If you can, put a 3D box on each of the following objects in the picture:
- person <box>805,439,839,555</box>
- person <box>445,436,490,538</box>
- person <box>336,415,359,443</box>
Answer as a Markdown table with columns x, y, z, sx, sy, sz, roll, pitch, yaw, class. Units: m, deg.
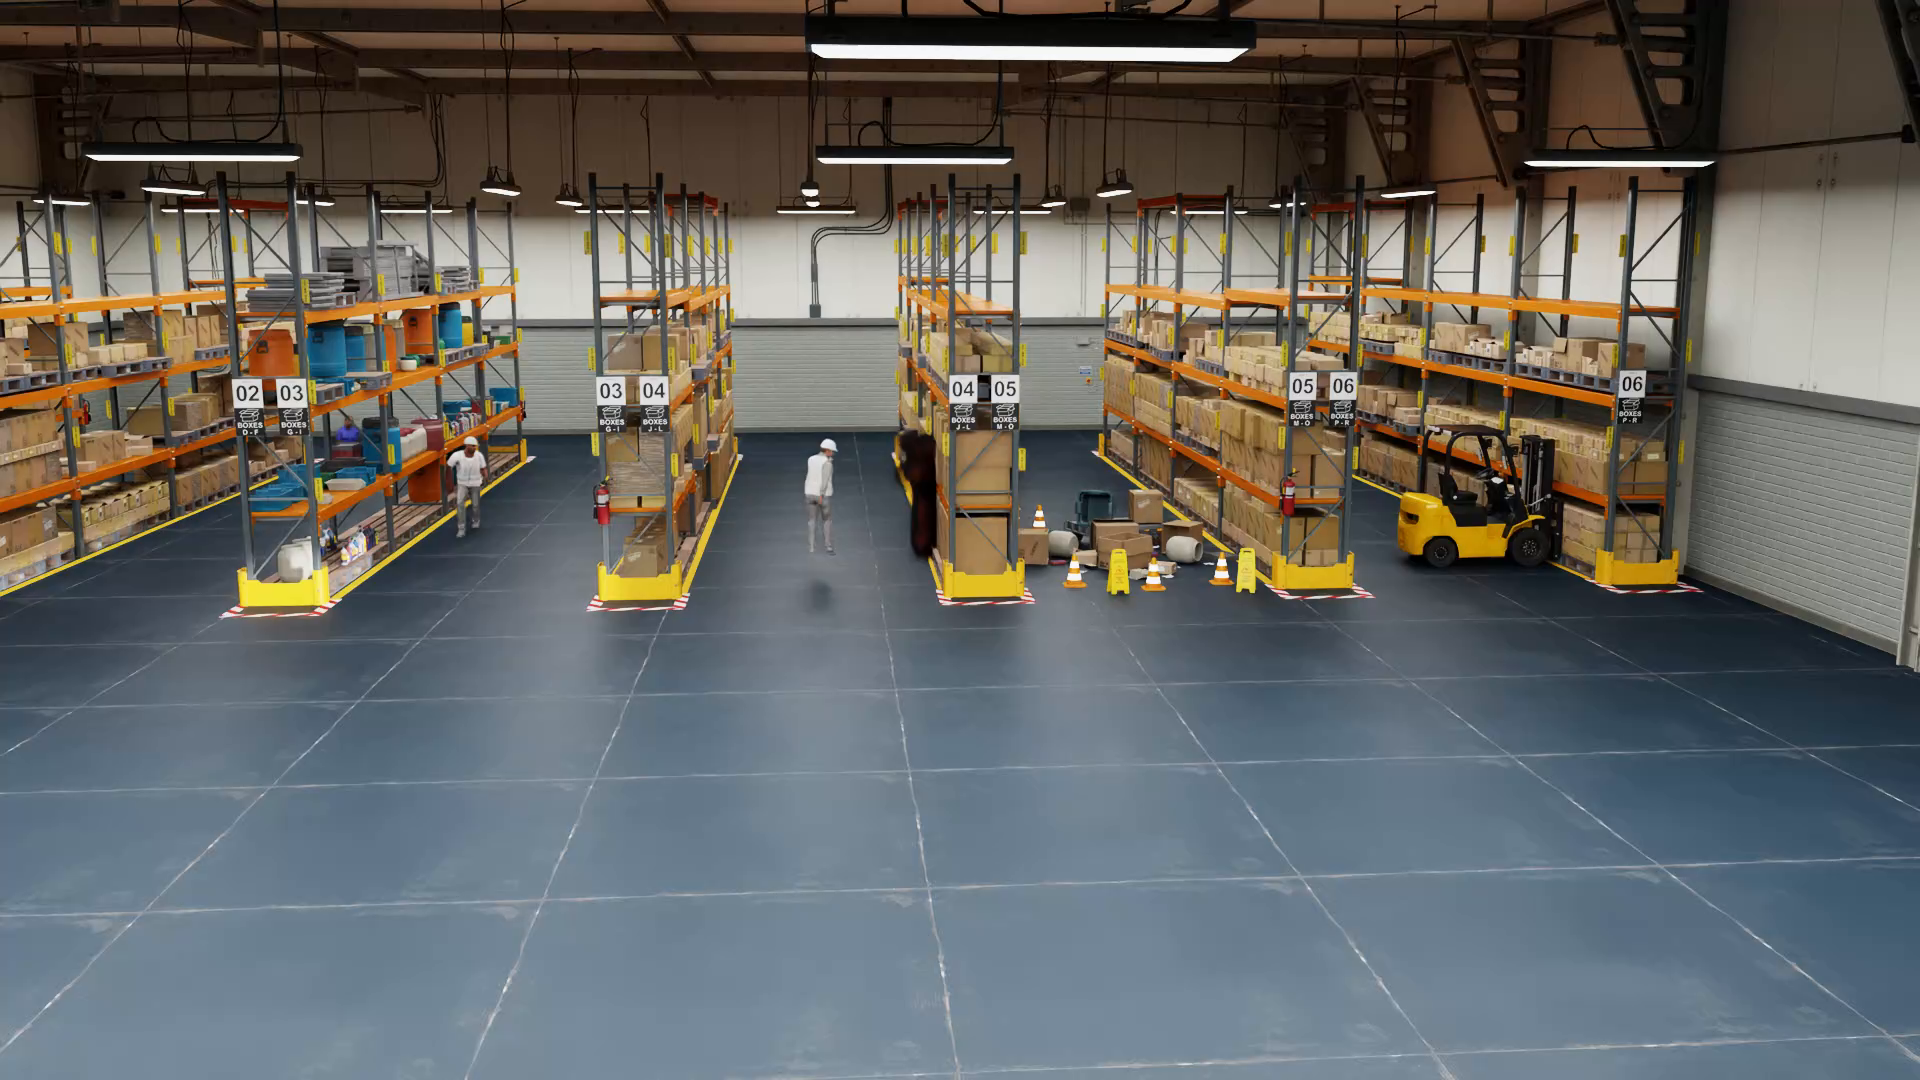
| x | y | z | sx | sy | sz | roll | pitch | yaw | class |
| --- | --- | --- | --- | --- | --- | --- | --- | --- | --- |
| -2.171 | -0.637 | 25.792 | 0.519 | 1.851 | 0.577 | 4 | 11 | 19 | person |
| -8.669 | -0.968 | 29.304 | 0.816 | 1.740 | 0.990 | -1 | 10 | -5 | person |
| -12.482 | -1.748 | 33.989 | 0.402 | 1.600 | 0.928 | 0 | 10 | 0 | person |
